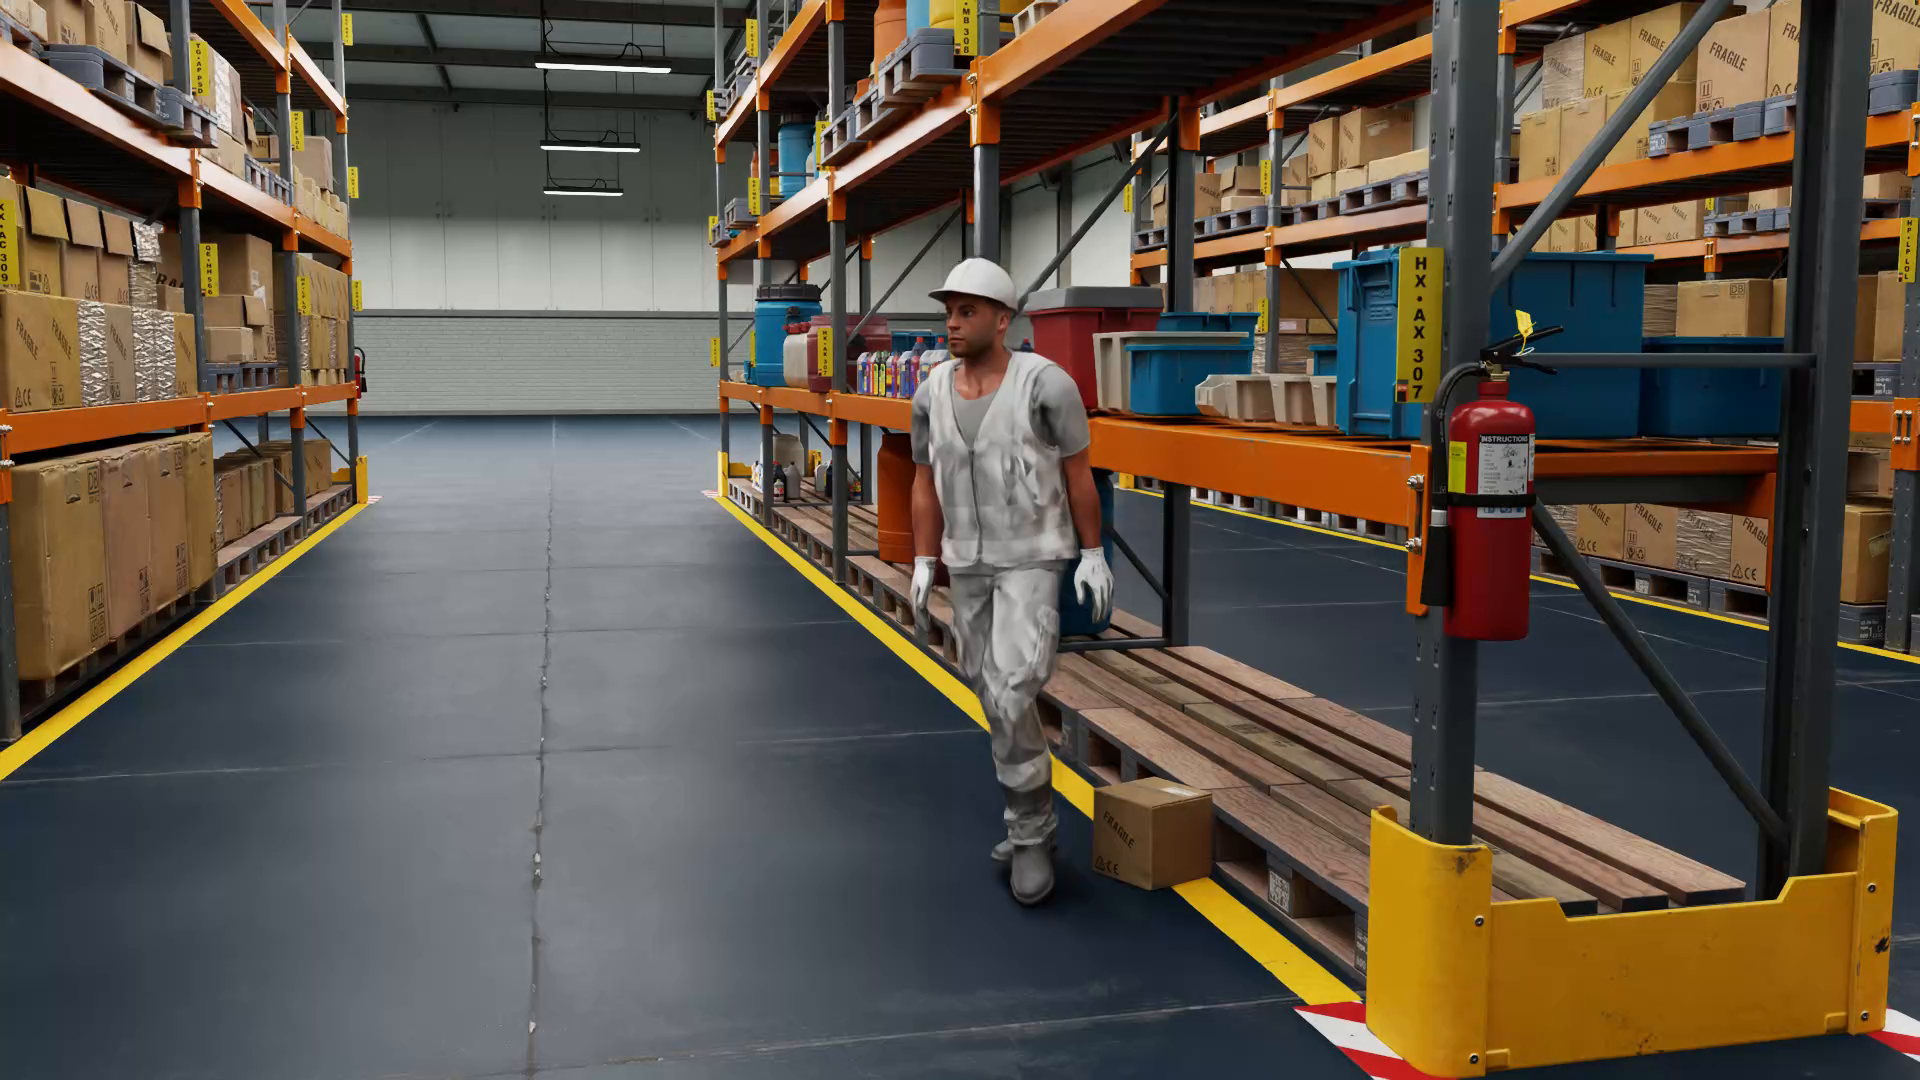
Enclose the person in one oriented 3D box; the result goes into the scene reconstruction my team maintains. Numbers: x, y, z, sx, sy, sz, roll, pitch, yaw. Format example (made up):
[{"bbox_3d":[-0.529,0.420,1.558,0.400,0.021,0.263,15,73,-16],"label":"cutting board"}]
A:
[{"bbox_3d":[0.131,0.095,4.787,0.578,1.783,0.544,4,7,33],"label":"person"}]
